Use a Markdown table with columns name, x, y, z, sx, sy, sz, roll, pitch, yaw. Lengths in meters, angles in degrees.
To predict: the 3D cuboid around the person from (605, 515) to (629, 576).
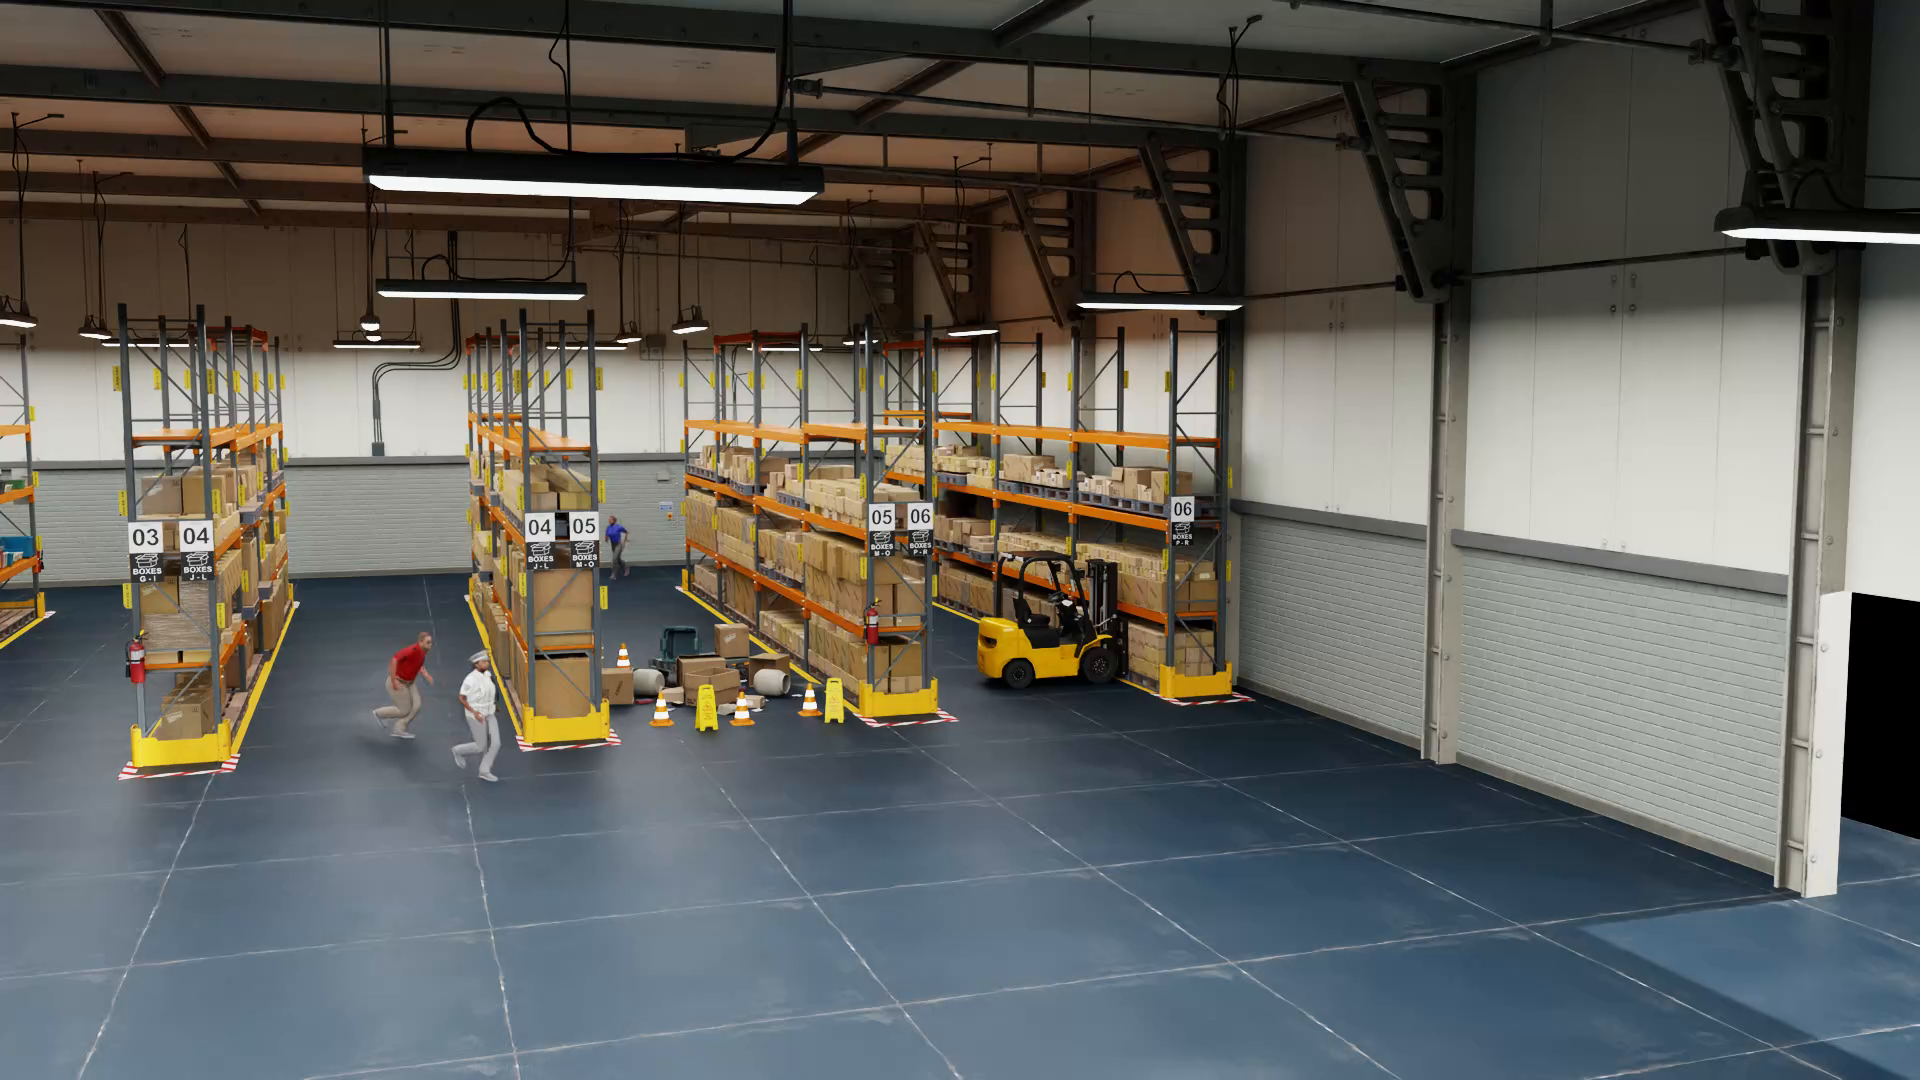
| name | x | y | z | sx | sy | sz | roll | pitch | yaw |
| --- | --- | --- | --- | --- | --- | --- | --- | --- | --- |
| person | -8.738 | 0.130 | 42.453 | 0.565 | 1.541 | 0.860 | 3 | 6 | 31 |

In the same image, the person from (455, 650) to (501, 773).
| name | x | y | z | sx | sy | sz | roll | pitch | yaw |
| --- | --- | --- | --- | --- | --- | --- | --- | --- | --- |
| person | -6.082 | 2.162 | 20.997 | 0.575 | 1.576 | 0.547 | 2 | 6 | 23 |

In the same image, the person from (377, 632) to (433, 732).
| name | x | y | z | sx | sy | sz | roll | pitch | yaw |
| --- | --- | --- | --- | --- | --- | --- | --- | --- | --- |
| person | -7.789 | 2.002 | 23.309 | 0.856 | 1.443 | 0.682 | 1 | 6 | 12 |
